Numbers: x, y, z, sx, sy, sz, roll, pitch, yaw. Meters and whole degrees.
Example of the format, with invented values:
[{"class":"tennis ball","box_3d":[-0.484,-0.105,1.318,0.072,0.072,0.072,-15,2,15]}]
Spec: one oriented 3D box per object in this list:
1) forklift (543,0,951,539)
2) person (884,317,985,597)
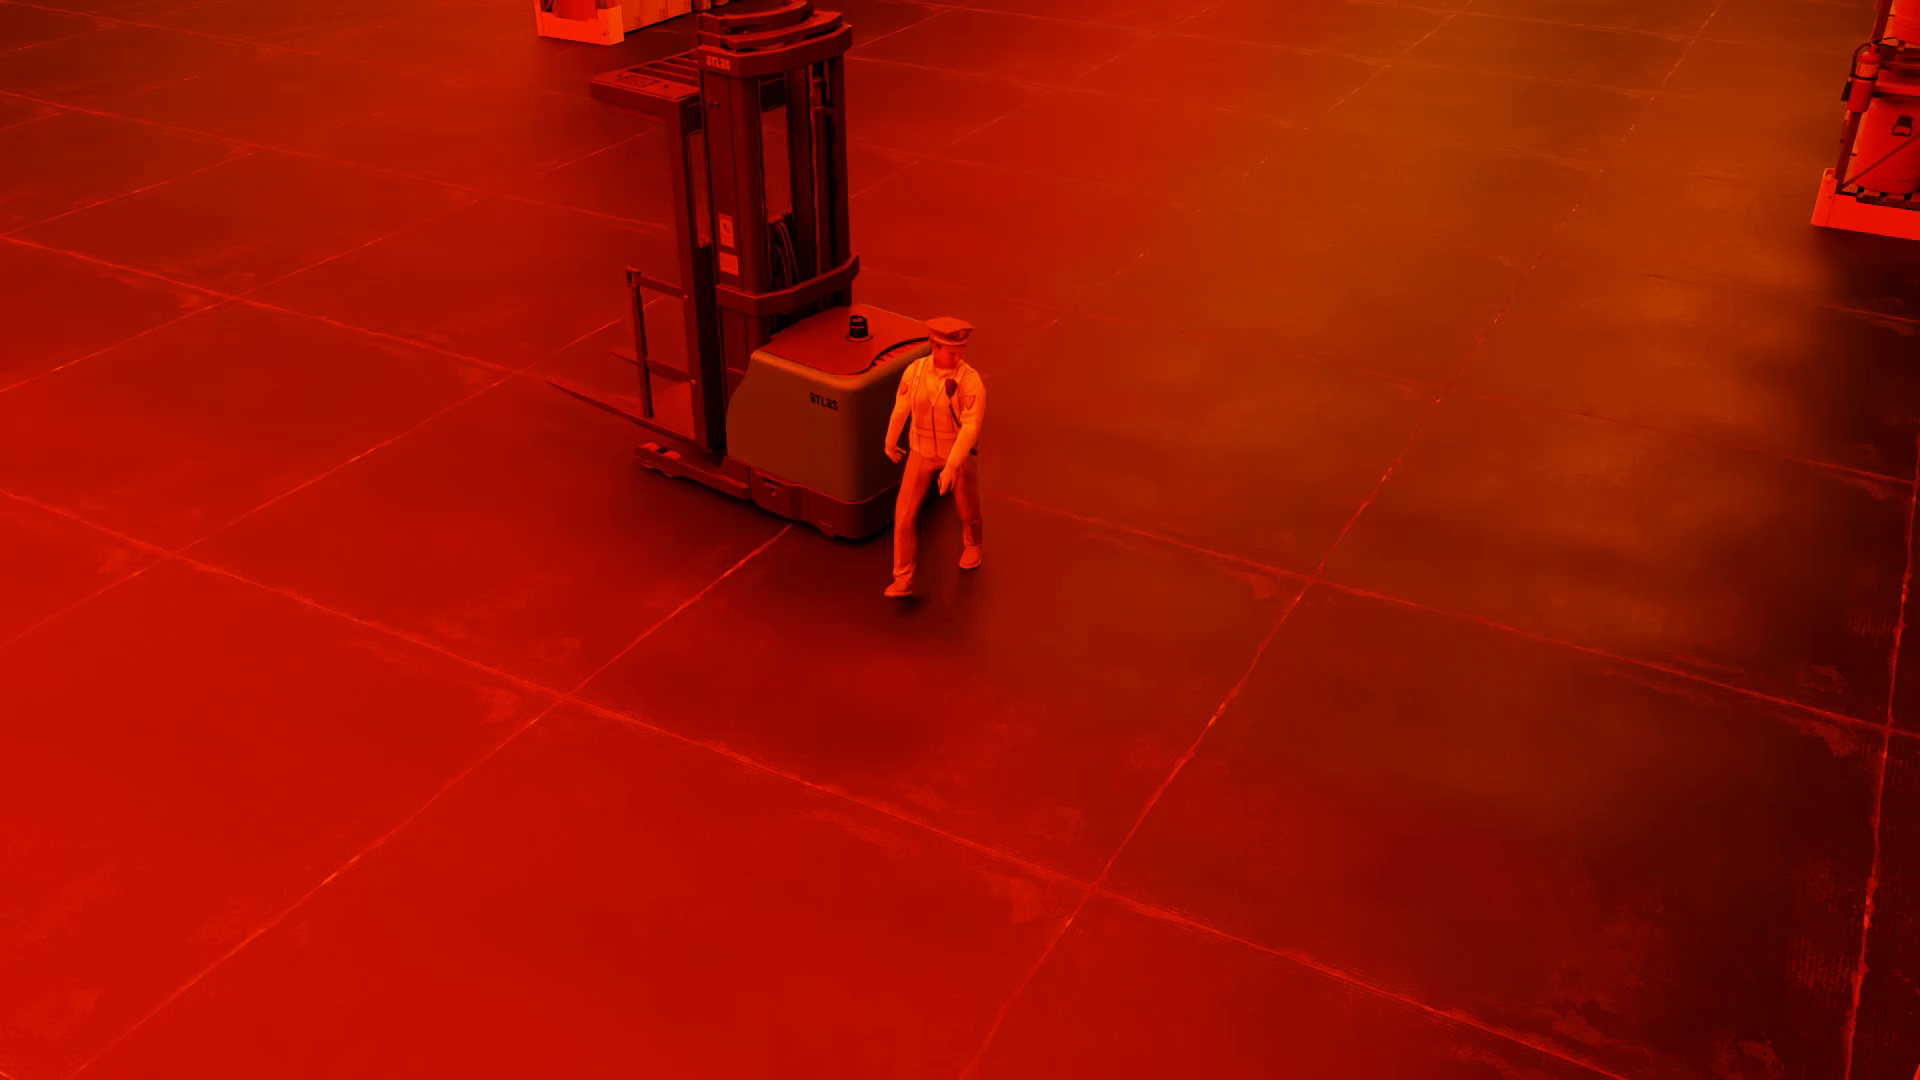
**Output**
[{"class":"forklift","box_3d":[-1.482,-1.862,10.297,3.031,2.935,1.130,21,36,32]},{"class":"person","box_3d":[-0.160,-0.457,9.211,0.608,1.605,0.832,7,31,12]}]
